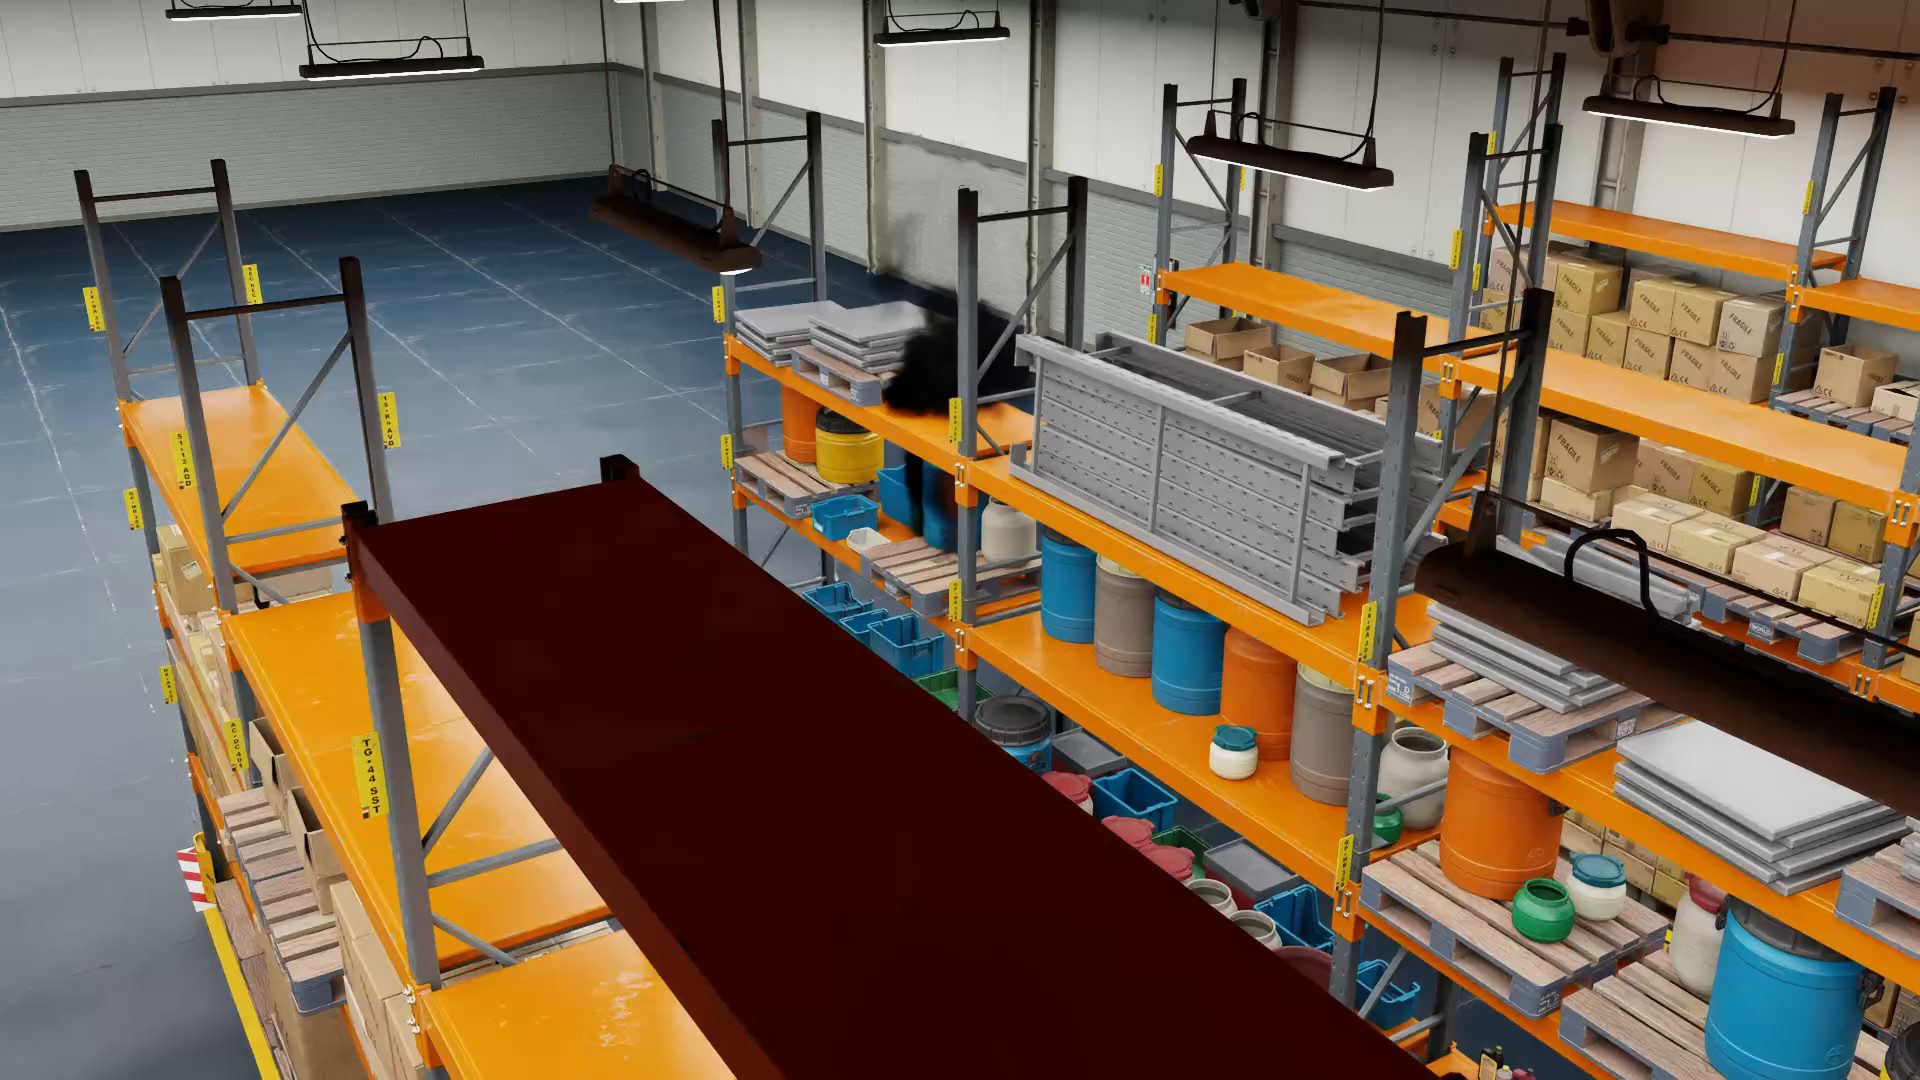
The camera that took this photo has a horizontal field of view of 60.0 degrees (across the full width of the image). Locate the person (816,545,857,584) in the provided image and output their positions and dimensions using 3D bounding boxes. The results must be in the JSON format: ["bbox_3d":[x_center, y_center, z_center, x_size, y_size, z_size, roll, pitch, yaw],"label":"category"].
[{"bbox_3d":[-1.428,-0.235,19.794,0.698,1.663,0.569,1,22,3],"label":"person"}]
